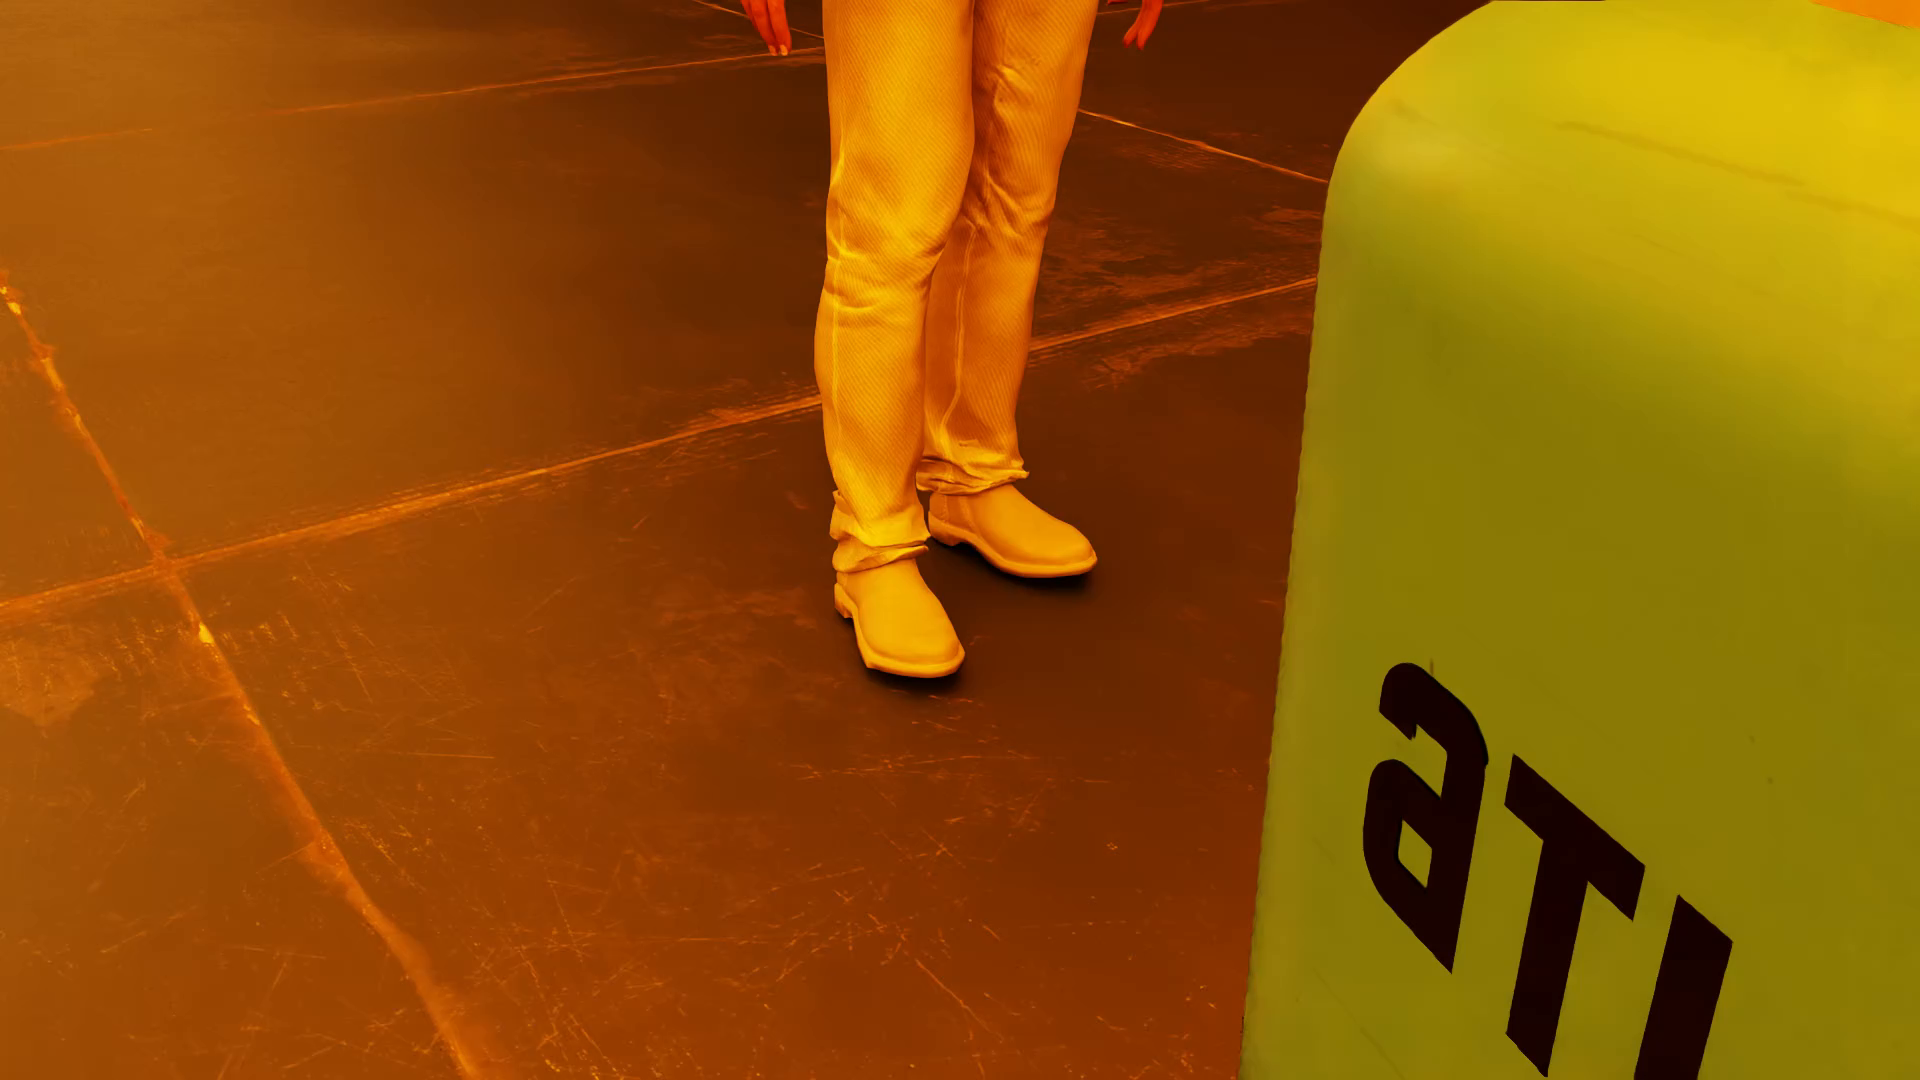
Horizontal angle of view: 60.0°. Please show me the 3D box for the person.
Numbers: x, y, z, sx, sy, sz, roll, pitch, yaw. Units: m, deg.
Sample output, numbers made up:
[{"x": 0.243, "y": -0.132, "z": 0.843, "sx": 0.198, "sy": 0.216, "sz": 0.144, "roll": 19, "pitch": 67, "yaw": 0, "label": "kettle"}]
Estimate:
[{"x": 0.034, "y": -0.766, "z": 2.048, "sx": 0.665, "sy": 1.759, "sz": 0.577, "roll": -17, "pitch": 31, "yaw": -31, "label": "person"}]
